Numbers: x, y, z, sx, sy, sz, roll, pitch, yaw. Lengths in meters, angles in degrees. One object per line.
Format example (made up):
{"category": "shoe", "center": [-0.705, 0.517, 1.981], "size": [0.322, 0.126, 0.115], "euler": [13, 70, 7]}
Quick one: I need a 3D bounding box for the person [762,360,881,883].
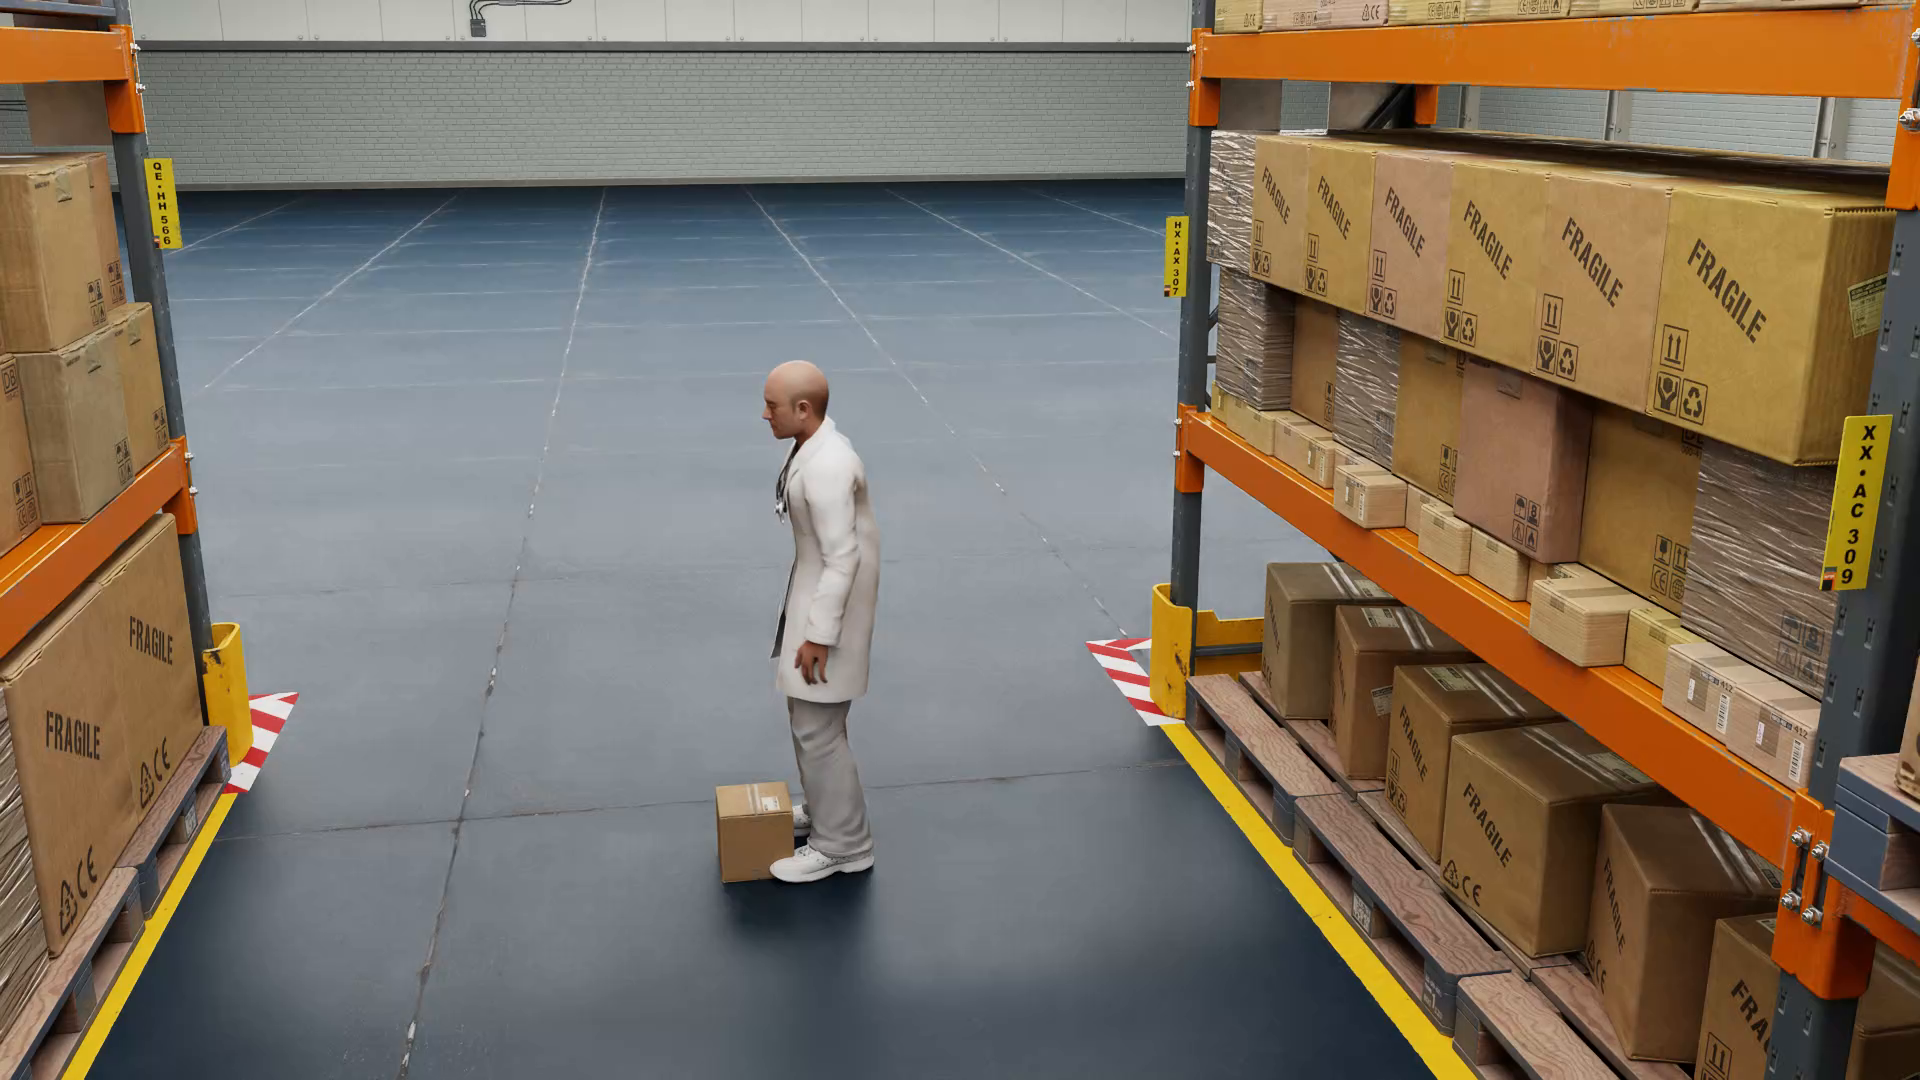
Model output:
{"category": "person", "center": [-0.483, 0.267, 5.637], "size": [0.417, 1.774, 0.643], "euler": [-3, 16, -10]}
